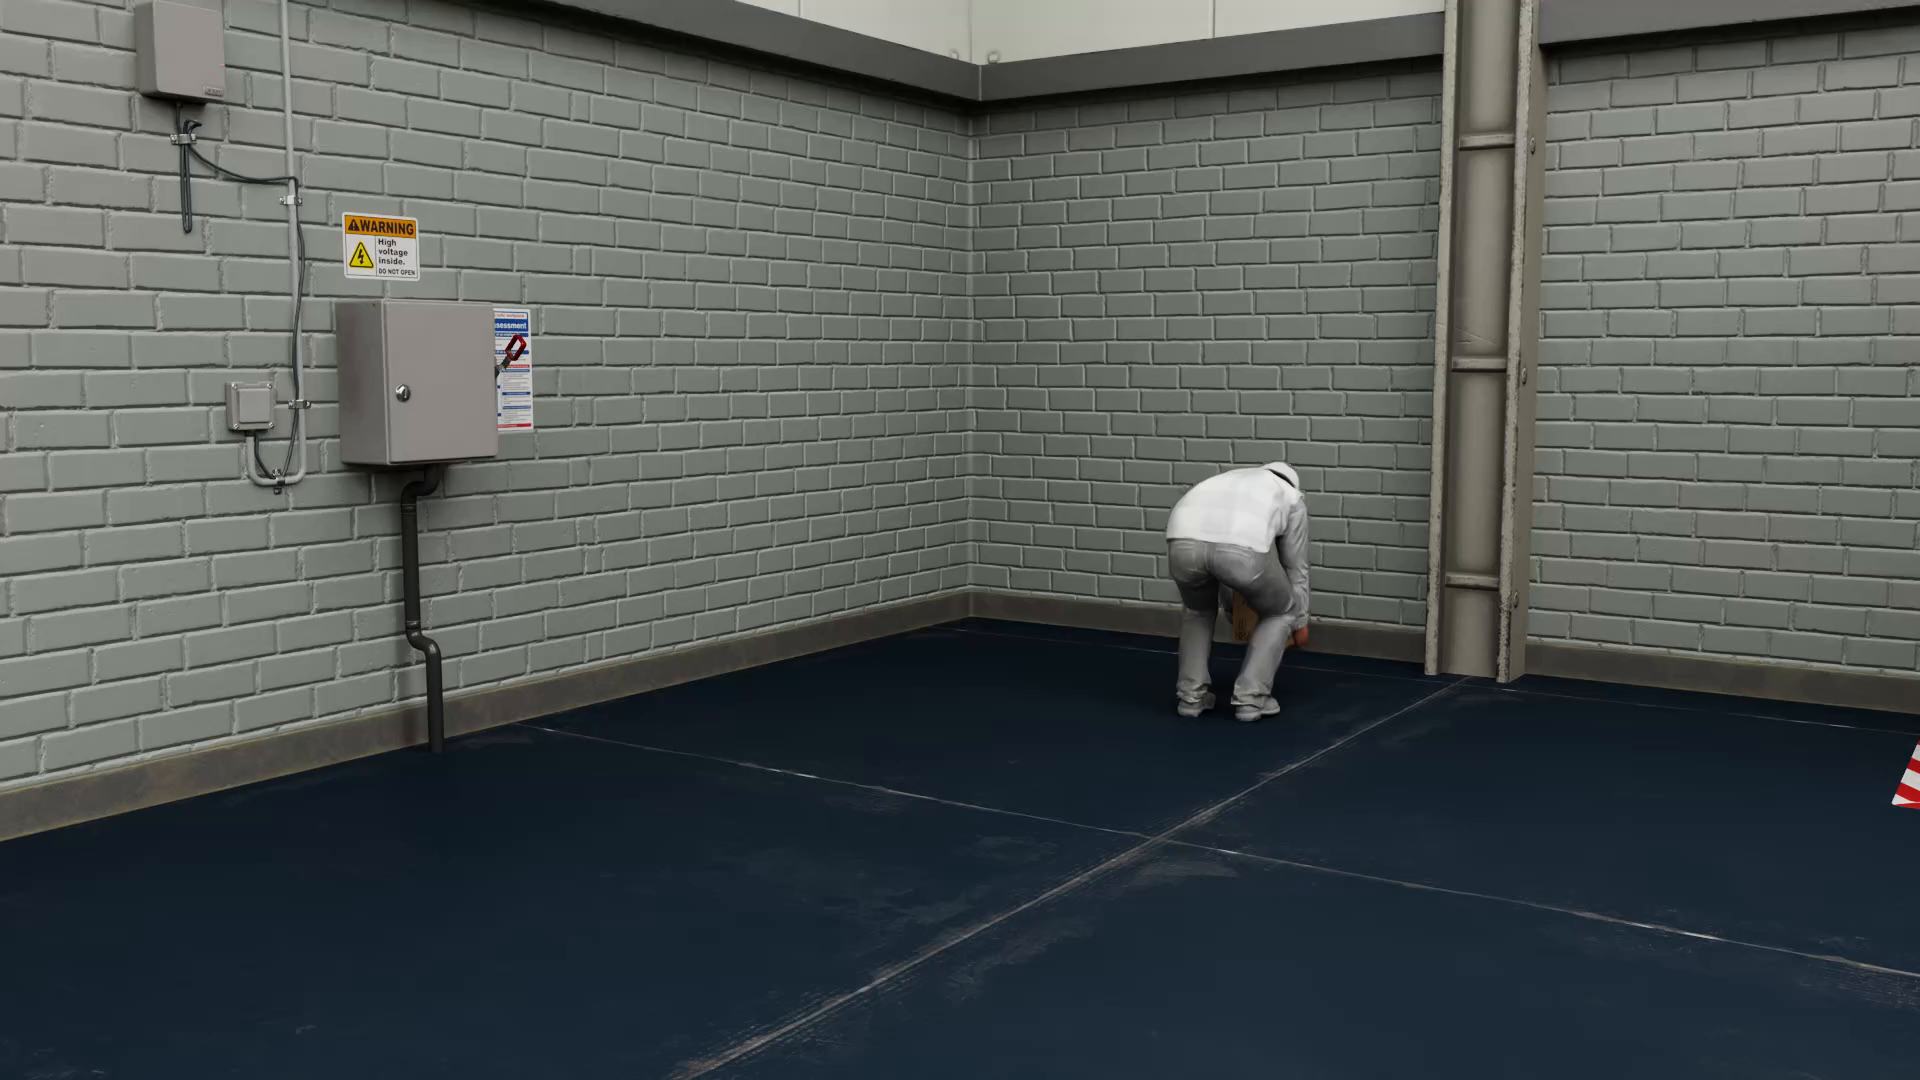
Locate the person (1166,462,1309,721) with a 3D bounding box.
[{"bbox_3d":[1.217,0.206,7.137,0.503,1.040,0.997,4,7,31],"label":"person"}]
